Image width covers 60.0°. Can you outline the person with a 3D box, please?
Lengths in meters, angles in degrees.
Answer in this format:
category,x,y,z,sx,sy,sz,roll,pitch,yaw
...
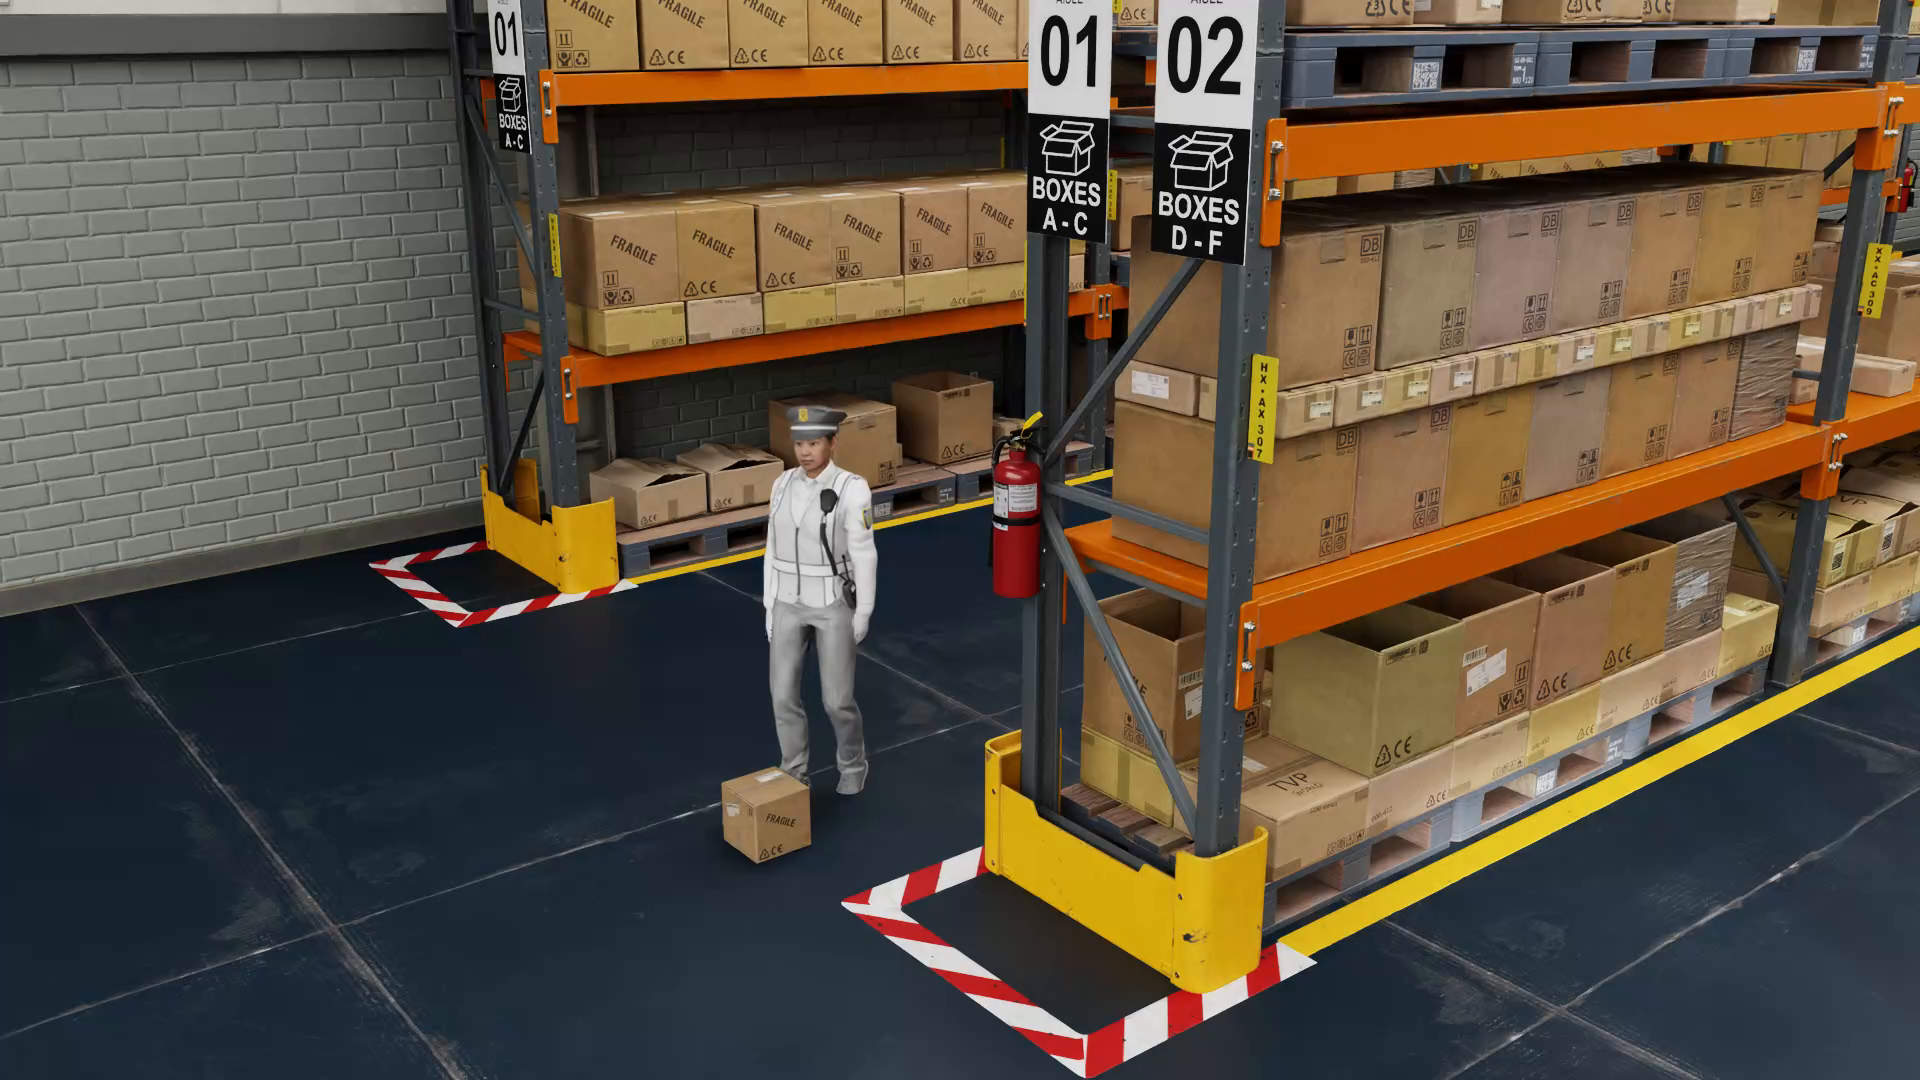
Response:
category,x,y,z,sx,sy,sz,roll,pitch,yaw
person,-0.580,0.319,6.694,0.481,1.761,0.484,8,19,22
